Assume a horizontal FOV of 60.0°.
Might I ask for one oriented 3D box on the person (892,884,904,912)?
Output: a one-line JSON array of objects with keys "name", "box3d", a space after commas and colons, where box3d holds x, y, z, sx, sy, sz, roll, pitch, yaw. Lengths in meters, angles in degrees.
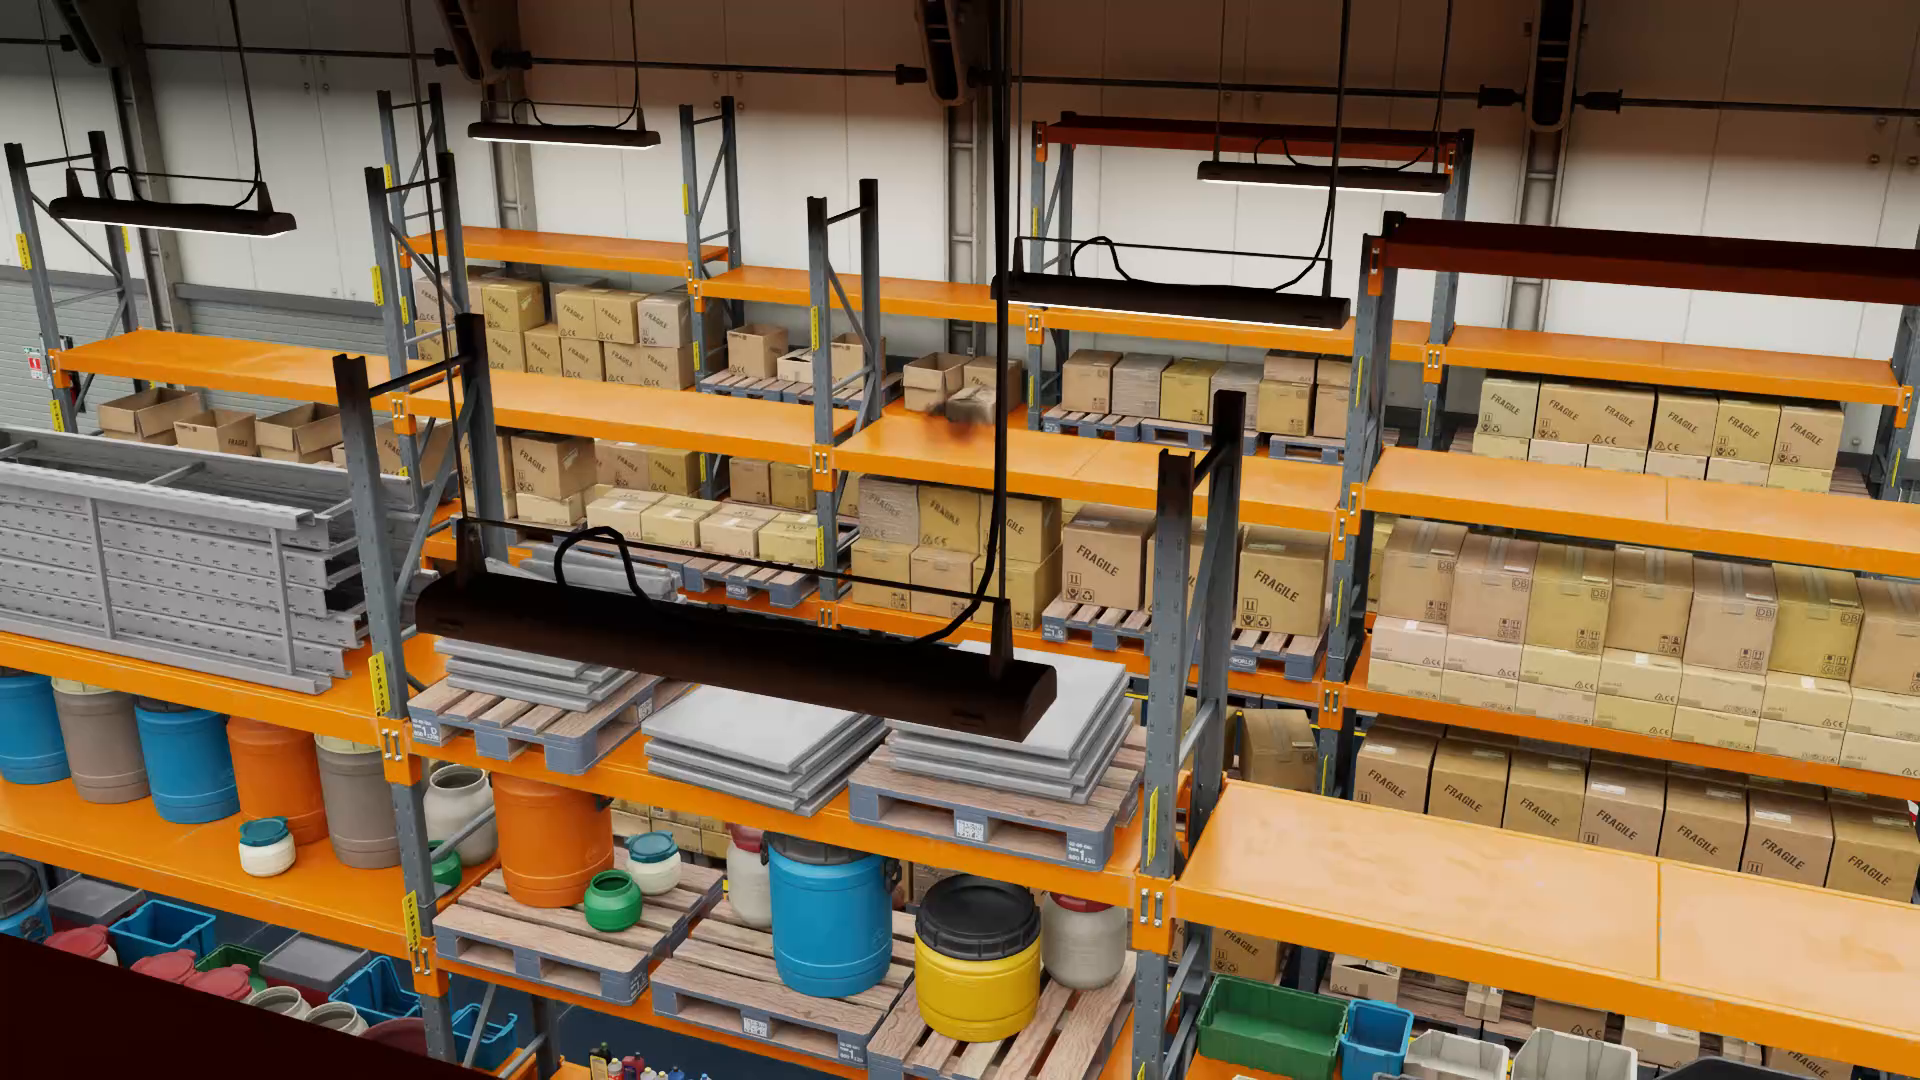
[{"name": "person", "box3d": [-0.478, 3.110, 11.992, 0.489, 1.596, 0.403, 14, 25, 32]}]
